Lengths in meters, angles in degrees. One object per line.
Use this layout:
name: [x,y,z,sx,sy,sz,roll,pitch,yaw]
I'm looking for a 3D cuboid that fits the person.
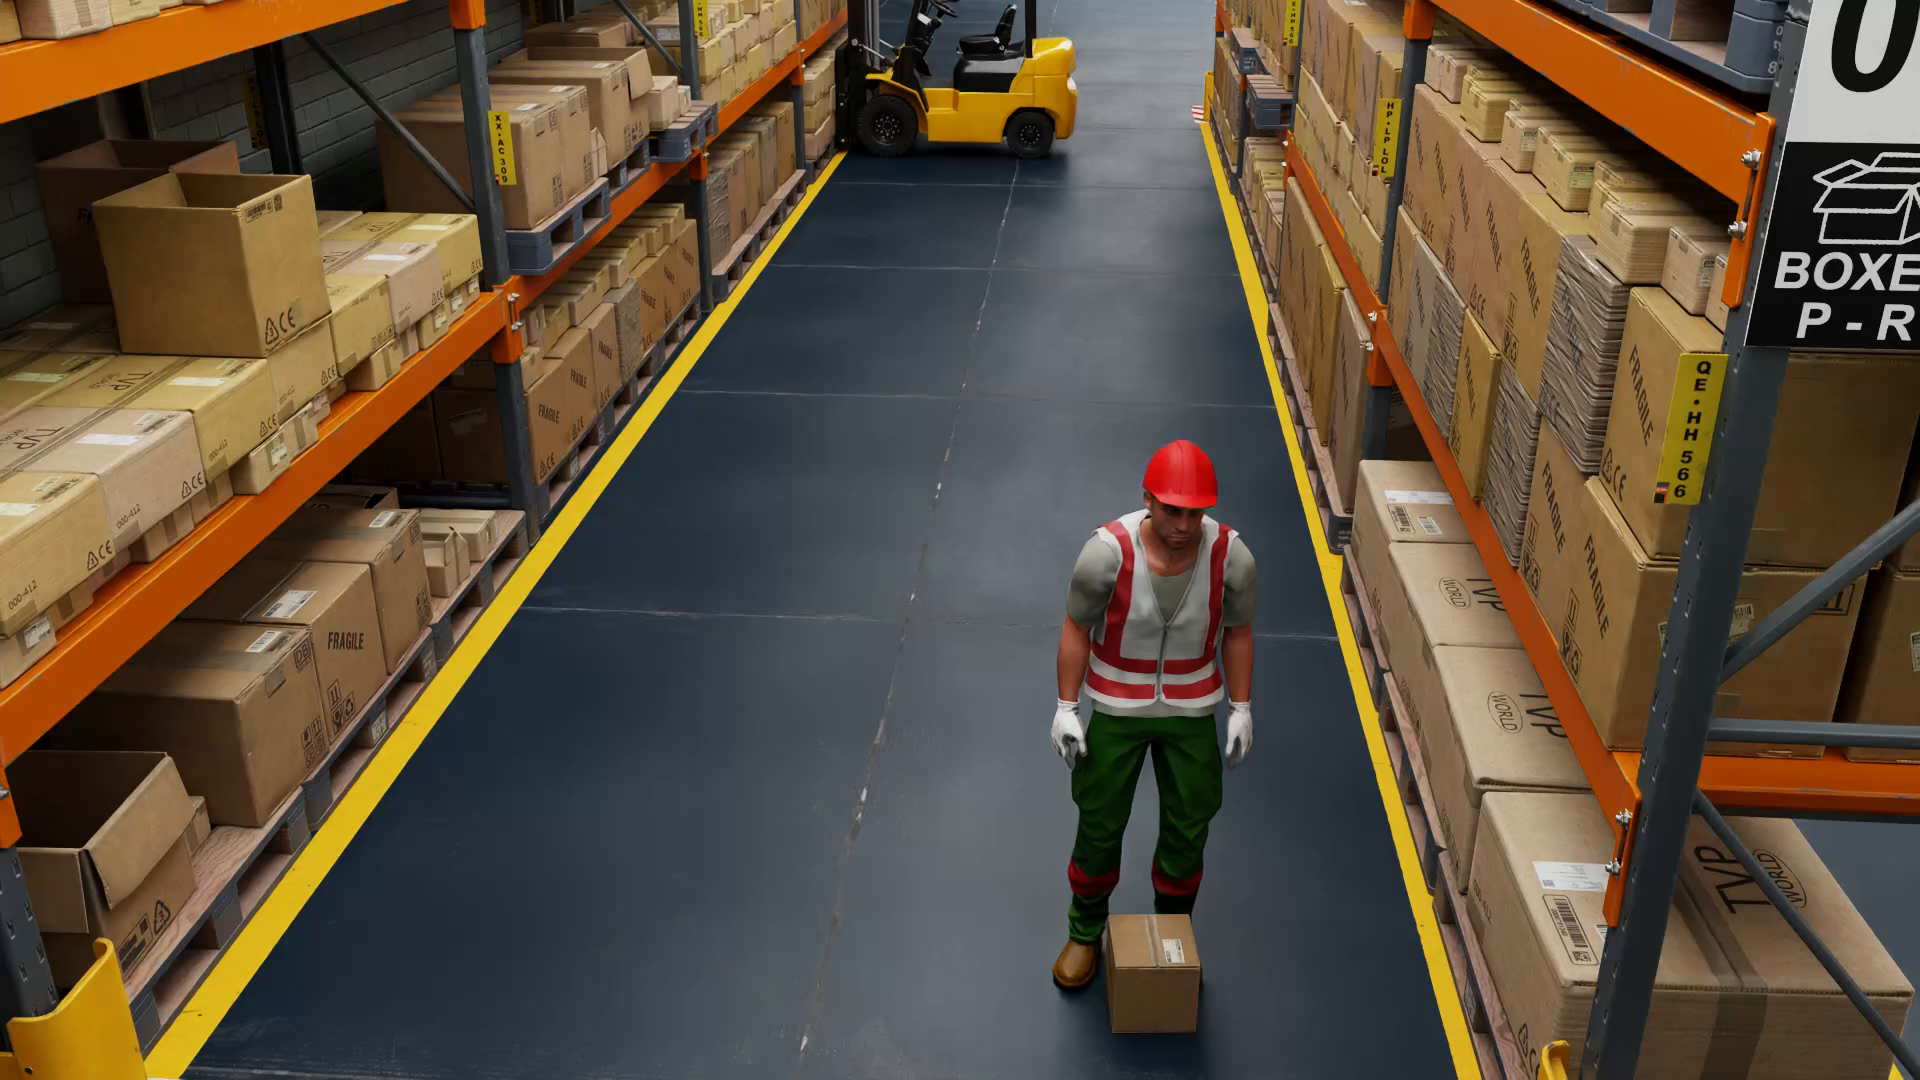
person: [0.574,0.524,4.926,0.610,1.777,0.451,0,24,-1]
